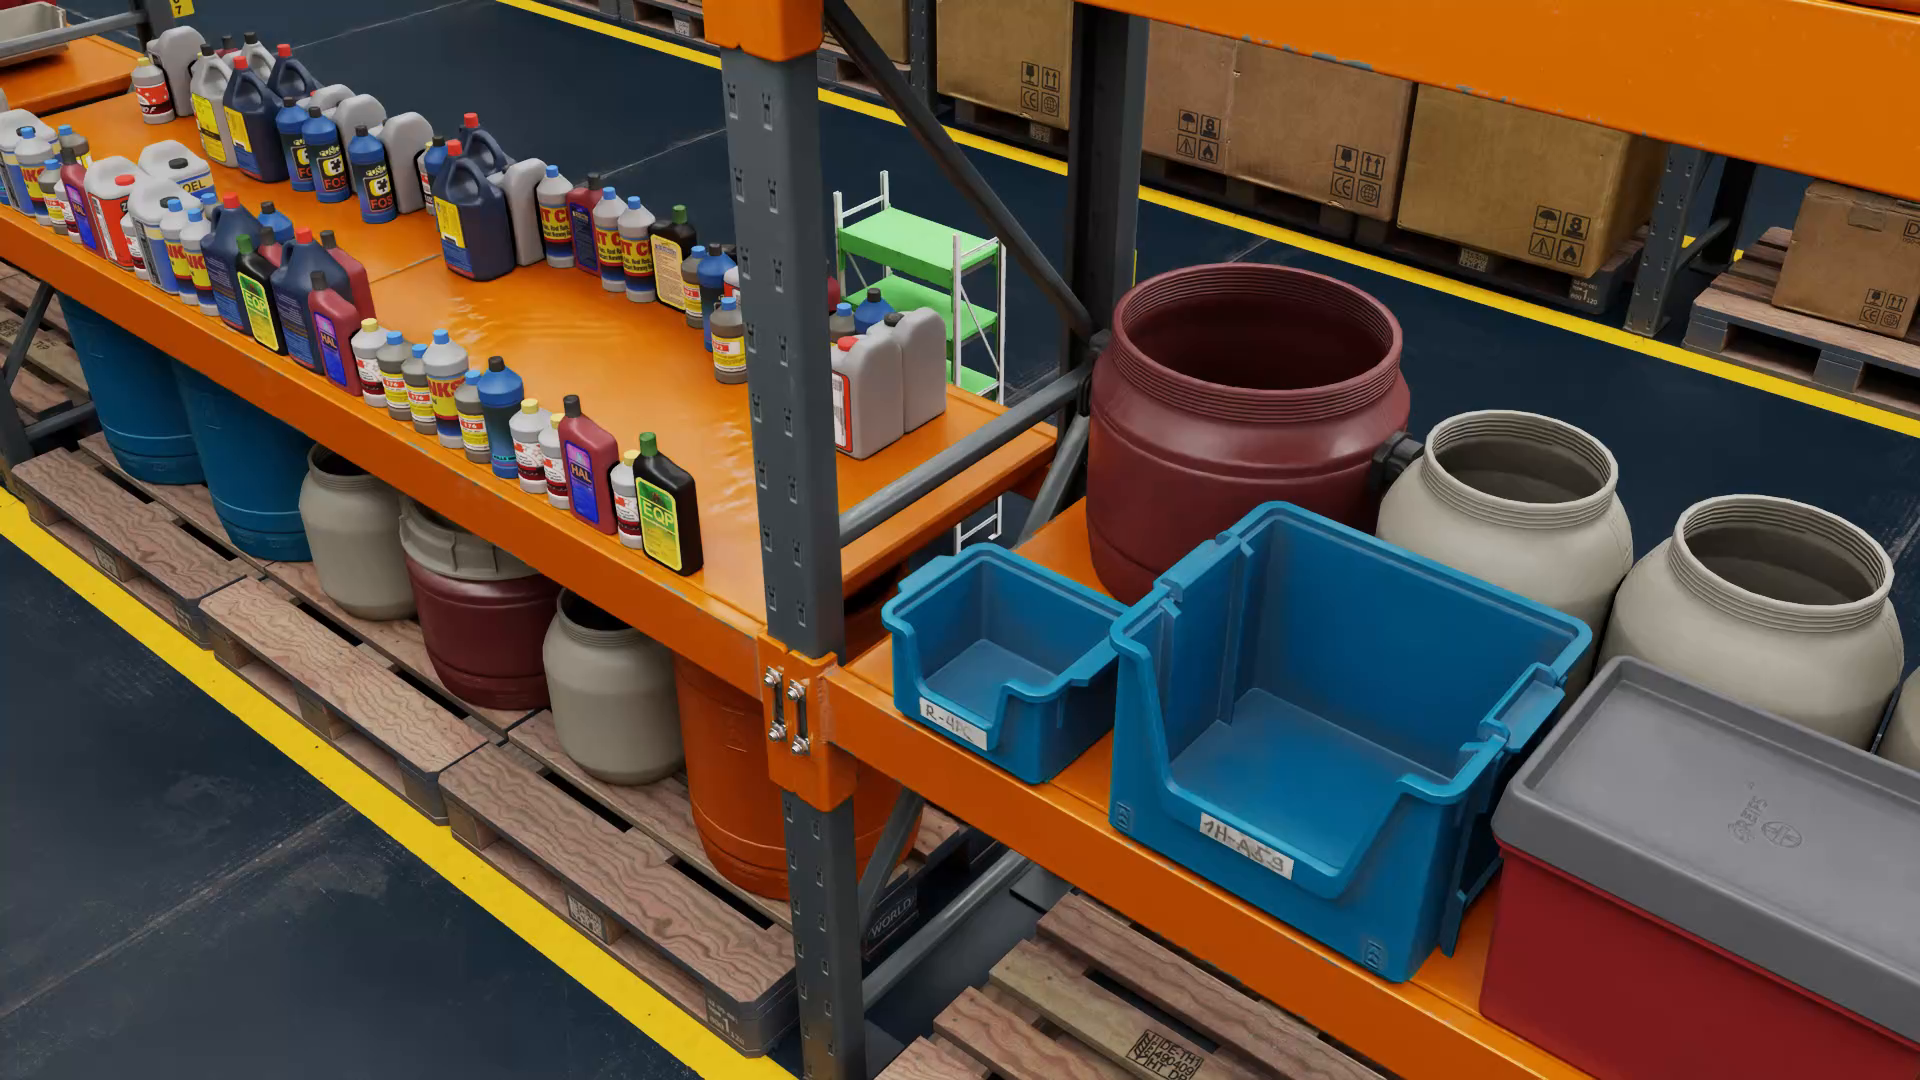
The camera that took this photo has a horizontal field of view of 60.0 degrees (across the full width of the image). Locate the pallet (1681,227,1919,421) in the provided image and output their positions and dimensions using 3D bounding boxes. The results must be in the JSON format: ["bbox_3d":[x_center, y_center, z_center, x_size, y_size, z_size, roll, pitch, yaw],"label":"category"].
[{"bbox_3d":[3.769,-0.883,6.849,1.213,0.211,1.003,25,42,32],"label":"pallet"}]

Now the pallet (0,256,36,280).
[{"bbox_3d":[-4.605,-1.152,7.240,1.213,0.211,1.003,25,42,32],"label":"pallet"}]

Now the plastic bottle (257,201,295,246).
[{"bbox_3d":[-1.758,-0.742,4.295,0.097,0.271,0.097,0,34,0],"label":"plastic bottle"}]

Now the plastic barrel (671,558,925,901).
[{"bbox_3d":[-0.387,0.391,4.078,0.708,0.830,0.600,25,42,32],"label":"plastic barrel"}]

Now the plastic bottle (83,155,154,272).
[{"bbox_3d":[-2.250,-0.890,4.506,0.135,0.276,0.152,25,42,32],"label":"plastic bottle"}]

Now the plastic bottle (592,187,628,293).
[{"bbox_3d":[-0.907,-0.794,4.370,0.097,0.271,0.097,0,34,0],"label":"plastic bottle"}]

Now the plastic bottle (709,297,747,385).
[{"bbox_3d":[-0.546,-0.483,3.979,0.097,0.201,0.097,0,34,0],"label":"plastic bottle"}]

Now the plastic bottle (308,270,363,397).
[{"bbox_3d":[-1.462,-0.488,3.914,0.133,0.283,0.061,25,42,32],"label":"plastic bottle"}]

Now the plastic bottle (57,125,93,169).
[{"bbox_3d":[-2.615,-1.123,4.911,0.097,0.201,0.097,0,34,0],"label":"plastic bottle"}]

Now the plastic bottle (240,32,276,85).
[{"bbox_3d":[-2.158,-1.399,5.181,0.185,0.351,0.144,25,42,32],"label":"plastic bottle"}]

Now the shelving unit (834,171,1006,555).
[{"bbox_3d":[-0.127,-0.555,5.498,0.503,1.200,0.258,25,42,32],"label":"shelving unit"}]

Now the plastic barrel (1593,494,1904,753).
[{"bbox_3d":[1.251,0.225,2.674,0.421,0.512,0.421,0,34,0],"label":"plastic barrel"}]

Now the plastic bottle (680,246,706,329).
[{"bbox_3d":[-0.655,-0.646,4.217,0.097,0.201,0.097,0,34,0],"label":"plastic bottle"}]

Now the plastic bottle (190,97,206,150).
[{"bbox_3d":[-2.349,-1.333,5.216,0.097,0.201,0.097,0,34,0],"label":"plastic bottle"}]

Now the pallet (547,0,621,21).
[{"bbox_3d":[-2.314,-3.809,11.109,1.213,0.211,1.003,25,42,32],"label":"pallet"}]

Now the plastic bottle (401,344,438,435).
[{"bbox_3d":[-1.212,-0.350,3.785,0.097,0.201,0.097,0,34,0],"label":"plastic bottle"}]

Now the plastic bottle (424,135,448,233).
[{"bbox_3d":[-1.444,-1.002,4.673,0.097,0.271,0.097,0,34,0],"label":"plastic bottle"}]

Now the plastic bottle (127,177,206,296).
[{"bbox_3d":[-2.072,-0.806,4.383,0.135,0.276,0.152,25,42,32],"label":"plastic bottle"}]

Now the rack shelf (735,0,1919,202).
[{"bbox_3d":[1.537,-0.377,1.634,4.000,0.370,1.077,25,42,32],"label":"rack shelf"}]

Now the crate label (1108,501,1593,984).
[{"bbox_3d":[0.591,0.302,2.629,0.616,0.435,0.502,25,42,32],"label":"crate label"}]

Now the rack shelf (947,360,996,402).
[{"bbox_3d":[-0.127,-0.502,5.534,0.480,0.148,0.258,25,42,32],"label":"rack shelf"}]

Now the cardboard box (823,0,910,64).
[{"bbox_3d":[-0.361,-3.336,9.464,0.875,0.875,0.875,25,42,32],"label":"cardboard box"}]

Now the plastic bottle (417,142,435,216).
[{"bbox_3d":[-1.507,-1.048,4.802,0.097,0.201,0.097,0,34,0],"label":"plastic bottle"}]

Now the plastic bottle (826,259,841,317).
[{"bbox_3d":[-0.349,-0.549,4.003,0.133,0.283,0.061,25,42,32],"label":"plastic bottle"}]

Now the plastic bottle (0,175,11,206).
[{"bbox_3d":[-2.787,-1.121,4.846,0.097,0.271,0.097,0,34,0],"label":"plastic bottle"}]

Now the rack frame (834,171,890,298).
[{"bbox_3d":[-0.315,-0.643,5.626,0.015,1.200,0.240,25,42,32],"label":"rack frame"}]

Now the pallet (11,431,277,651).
[{"bbox_3d":[-2.507,-0.163,5.801,1.213,0.211,1.003,25,42,32],"label":"pallet"}]

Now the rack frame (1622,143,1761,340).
[{"bbox_3d":[3.169,-2.316,6.473,0.127,3.000,1.000,25,42,32],"label":"rack frame"}]

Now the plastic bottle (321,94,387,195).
[{"bbox_3d":[-1.792,-1.193,4.947,0.135,0.276,0.152,25,42,32],"label":"plastic bottle"}]

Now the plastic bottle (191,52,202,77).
[{"bbox_3d":[-2.457,-1.496,5.454,0.097,0.201,0.097,0,34,0],"label":"plastic bottle"}]

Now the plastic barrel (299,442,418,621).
[{"bbox_3d":[-1.746,-0.053,5.004,0.421,0.512,0.421,0,34,0],"label":"plastic barrel"}]

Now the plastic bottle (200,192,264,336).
[{"bbox_3d":[-1.802,-0.707,4.173,0.185,0.351,0.144,25,42,32],"label":"plastic bottle"}]

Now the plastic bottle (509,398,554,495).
[{"bbox_3d":[-0.913,-0.209,3.580,0.097,0.201,0.097,0,34,0],"label":"plastic bottle"}]

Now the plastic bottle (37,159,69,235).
[{"bbox_3d":[-2.534,-0.973,4.692,0.097,0.201,0.097,0,34,0],"label":"plastic bottle"}]

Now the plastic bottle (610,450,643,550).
[{"bbox_3d":[-0.660,-0.090,3.407,0.097,0.201,0.097,0,34,0],"label":"plastic bottle"}]

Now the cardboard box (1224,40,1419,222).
[{"bbox_3d":[1.972,-2.198,7.807,0.875,0.875,1.225,25,42,32],"label":"cardboard box"}]

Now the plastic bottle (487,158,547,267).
[{"bbox_3d":[-1.191,-0.910,4.534,0.135,0.276,0.152,25,42,32],"label":"plastic bottle"}]

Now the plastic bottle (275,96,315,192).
[{"bbox_3d":[-1.961,-1.179,4.930,0.097,0.271,0.097,0,34,0],"label":"plastic bottle"}]

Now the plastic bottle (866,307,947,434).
[{"bbox_3d":[-0.125,-0.407,3.803,0.135,0.276,0.152,25,42,32],"label":"plastic bottle"}]

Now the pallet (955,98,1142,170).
[{"bbox_3d":[0.736,-2.369,9.012,1.213,0.211,1.003,25,42,32],"label":"pallet"}]

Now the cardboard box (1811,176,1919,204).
[{"bbox_3d":[3.703,-1.546,6.509,0.500,0.250,0.500,27,43,34],"label":"cardboard box"}]

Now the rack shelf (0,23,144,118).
[{"bbox_3d":[-4.611,-2.038,6.703,4.000,0.370,1.077,25,42,32],"label":"rack shelf"}]
